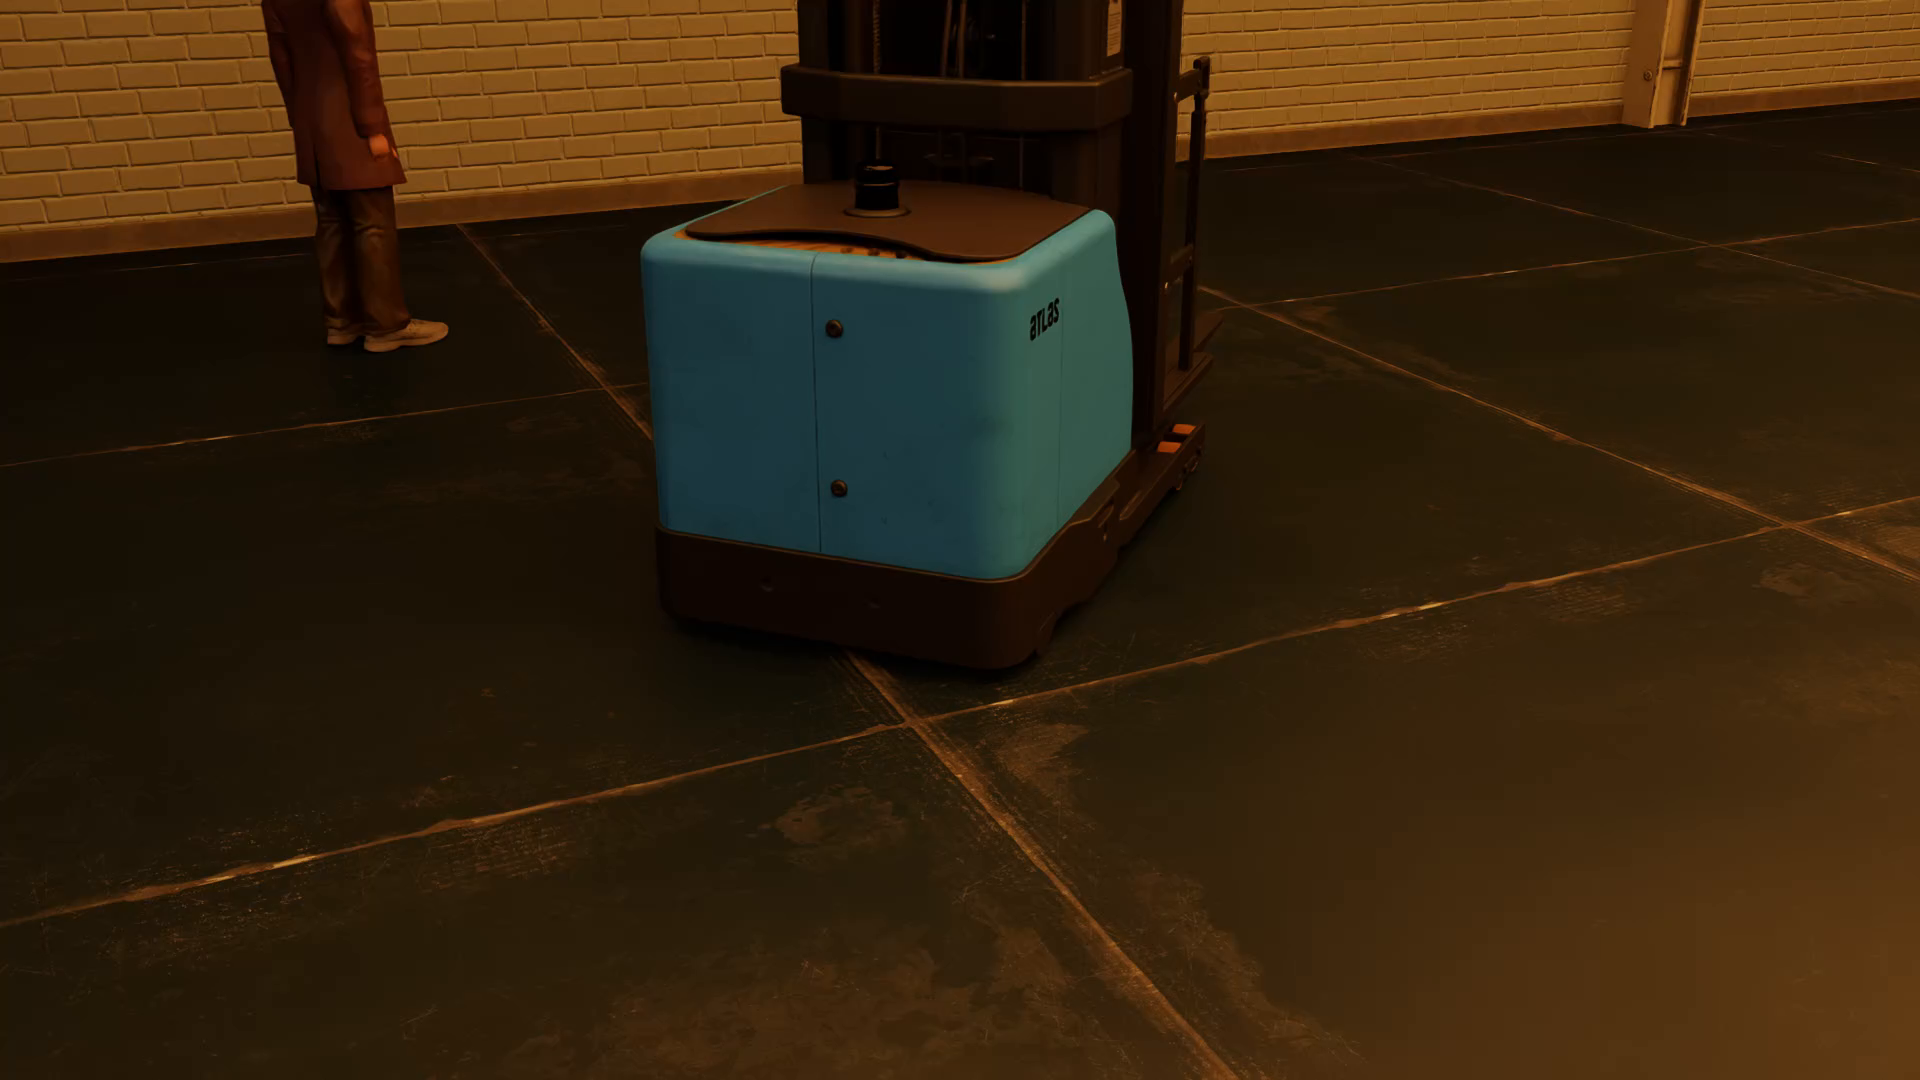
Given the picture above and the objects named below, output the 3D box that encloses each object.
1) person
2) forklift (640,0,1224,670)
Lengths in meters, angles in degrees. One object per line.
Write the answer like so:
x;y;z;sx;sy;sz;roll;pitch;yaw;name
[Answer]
-2.517;-1.688;6.848;0.548;1.782;0.388;13;26;29;person
0.196;-1.566;5.055;1.130;2.935;3.031;9;24;20;forklift
